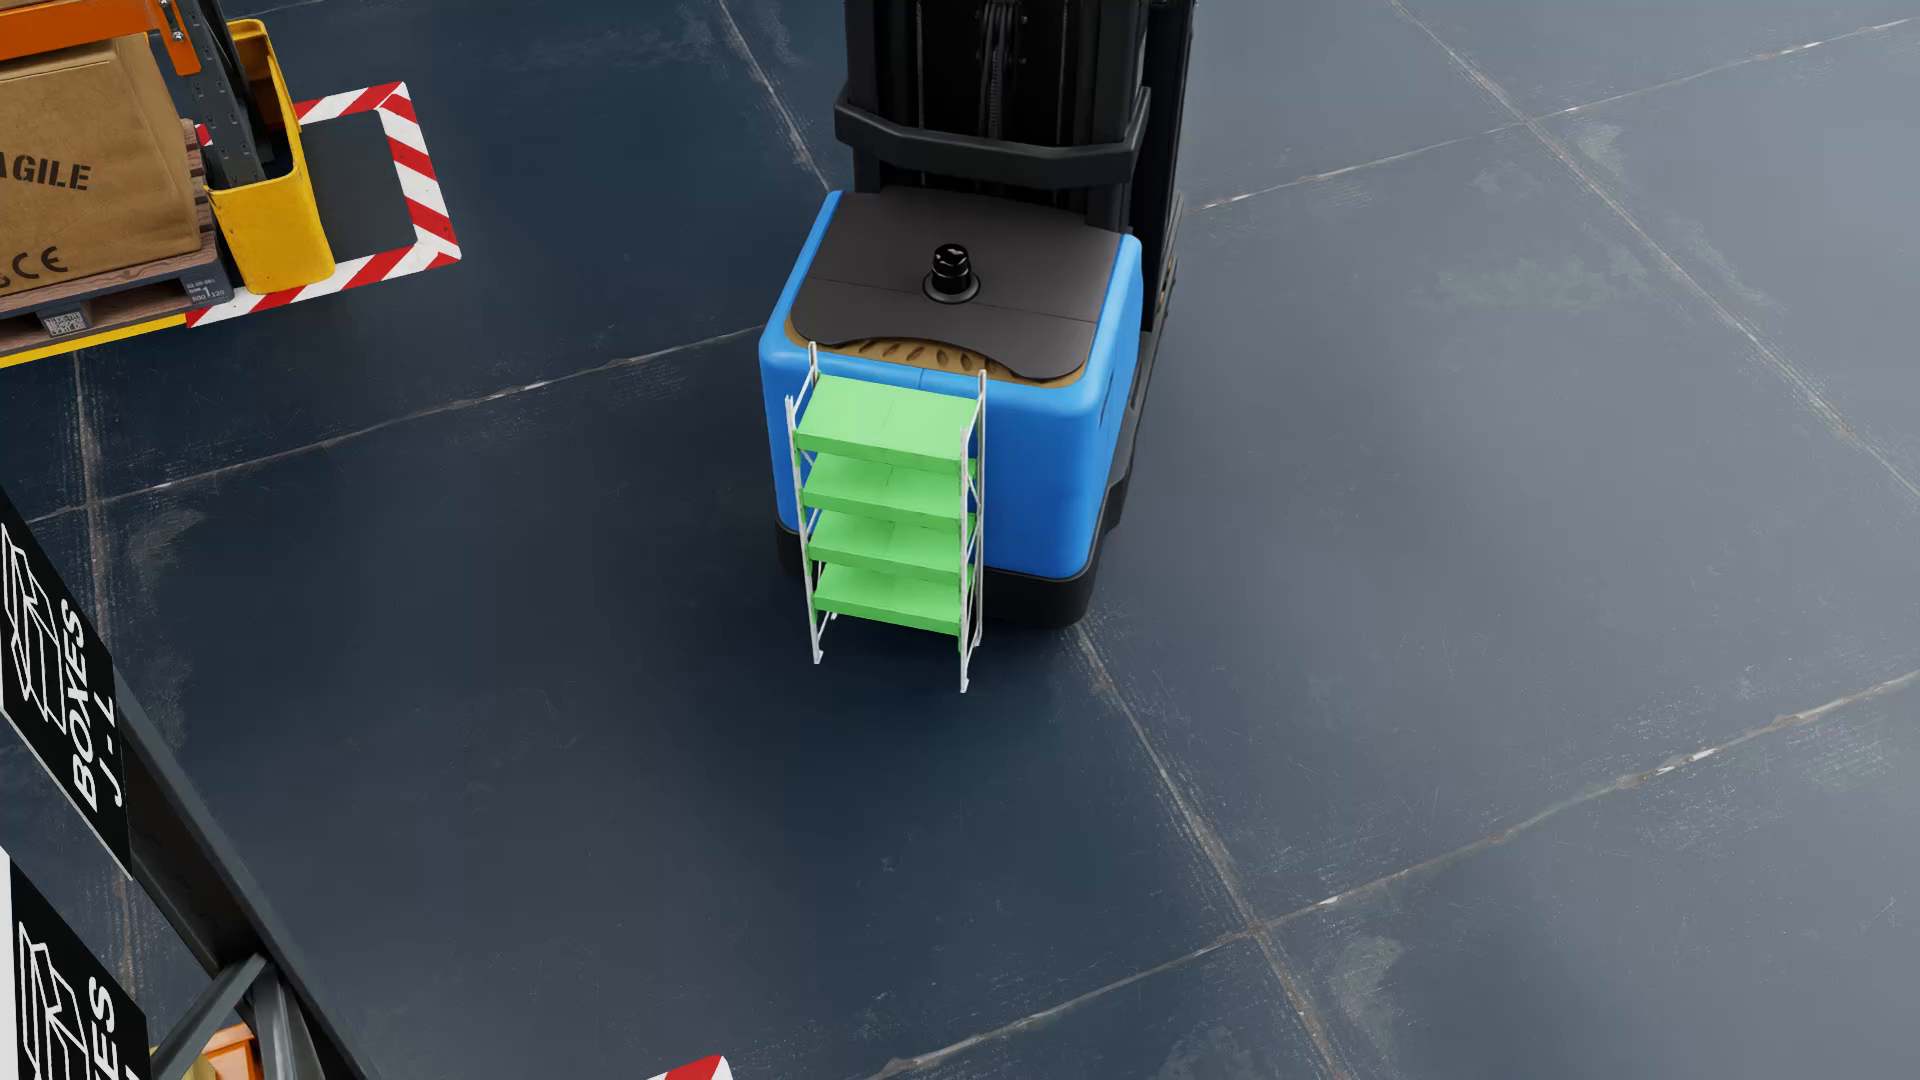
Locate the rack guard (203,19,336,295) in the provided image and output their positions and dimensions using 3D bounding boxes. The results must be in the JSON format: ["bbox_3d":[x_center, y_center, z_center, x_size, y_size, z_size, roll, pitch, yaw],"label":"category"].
[{"bbox_3d":[-2.870,-1.575,6.773,0.348,0.500,1.175,-17,52,-14],"label":"rack guard"}]

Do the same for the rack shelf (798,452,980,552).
[{"bbox_3d":[-0.201,-0.146,4.852,0.480,0.148,0.258,10,50,9],"label":"rack shelf"}]

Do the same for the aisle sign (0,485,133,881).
[{"bbox_3d":[-1.166,0.054,2.013,0.004,0.787,0.394,-17,52,-14],"label":"aisle sign"}]

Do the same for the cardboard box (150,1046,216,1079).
[{"bbox_3d":[-1.464,1.126,2.972,0.250,0.149,0.380,-17,52,-14],"label":"cardboard box"}]

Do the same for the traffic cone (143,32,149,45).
[{"bbox_3d":[-3.921,-2.401,7.507,0.334,0.463,0.336,-17,52,-14],"label":"traffic cone"}]

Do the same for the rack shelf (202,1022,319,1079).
[{"bbox_3d":[-2.962,1.938,2.583,4.000,0.370,1.077,-17,52,-14],"label":"rack shelf"}]

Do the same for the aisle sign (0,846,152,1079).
[{"bbox_3d":[-0.940,0.476,1.651,0.004,0.787,0.394,-17,52,-14],"label":"aisle sign"}]

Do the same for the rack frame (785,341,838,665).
[{"bbox_3d":[-0.438,-0.075,5.023,0.015,1.200,0.240,10,50,9],"label":"rack frame"}]

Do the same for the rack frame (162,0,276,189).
[{"bbox_3d":[-2.892,-2.383,5.819,0.127,3.000,1.000,-17,52,-14],"label":"rack frame"}]

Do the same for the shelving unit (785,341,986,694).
[{"bbox_3d":[-0.201,-0.031,4.986,0.503,1.200,0.258,10,50,9],"label":"shelving unit"}]

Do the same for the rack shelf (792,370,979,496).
[{"bbox_3d":[-0.201,-0.302,4.670,0.480,0.148,0.258,10,50,9],"label":"rack shelf"}]

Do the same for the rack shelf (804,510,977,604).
[{"bbox_3d":[-0.201,0.010,5.034,0.480,0.148,0.258,10,50,9],"label":"rack shelf"}]

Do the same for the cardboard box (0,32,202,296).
[{"bbox_3d":[-3.495,-1.587,6.259,0.875,0.875,0.875,-17,51,-14],"label":"cardboard box"}]

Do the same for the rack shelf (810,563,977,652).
[{"bbox_3d":[-0.201,0.166,5.217,0.480,0.148,0.258,10,50,9],"label":"rack shelf"}]

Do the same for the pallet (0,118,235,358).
[{"bbox_3d":[-3.603,-1.190,6.633,1.213,0.211,1.003,-17,52,-14],"label":"pallet"}]

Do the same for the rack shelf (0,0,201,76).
[{"bbox_3d":[-4.744,-1.575,5.599,4.000,0.370,1.077,-17,52,-14],"label":"rack shelf"}]

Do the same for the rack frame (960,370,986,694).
[{"bbox_3d":[0.036,0.012,4.949,0.015,1.200,0.240,10,50,9],"label":"rack frame"}]

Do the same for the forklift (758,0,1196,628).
[{"bbox_3d":[0.234,-1.814,5.375,1.130,2.935,3.031,10,50,9],"label":"forklift"}]
